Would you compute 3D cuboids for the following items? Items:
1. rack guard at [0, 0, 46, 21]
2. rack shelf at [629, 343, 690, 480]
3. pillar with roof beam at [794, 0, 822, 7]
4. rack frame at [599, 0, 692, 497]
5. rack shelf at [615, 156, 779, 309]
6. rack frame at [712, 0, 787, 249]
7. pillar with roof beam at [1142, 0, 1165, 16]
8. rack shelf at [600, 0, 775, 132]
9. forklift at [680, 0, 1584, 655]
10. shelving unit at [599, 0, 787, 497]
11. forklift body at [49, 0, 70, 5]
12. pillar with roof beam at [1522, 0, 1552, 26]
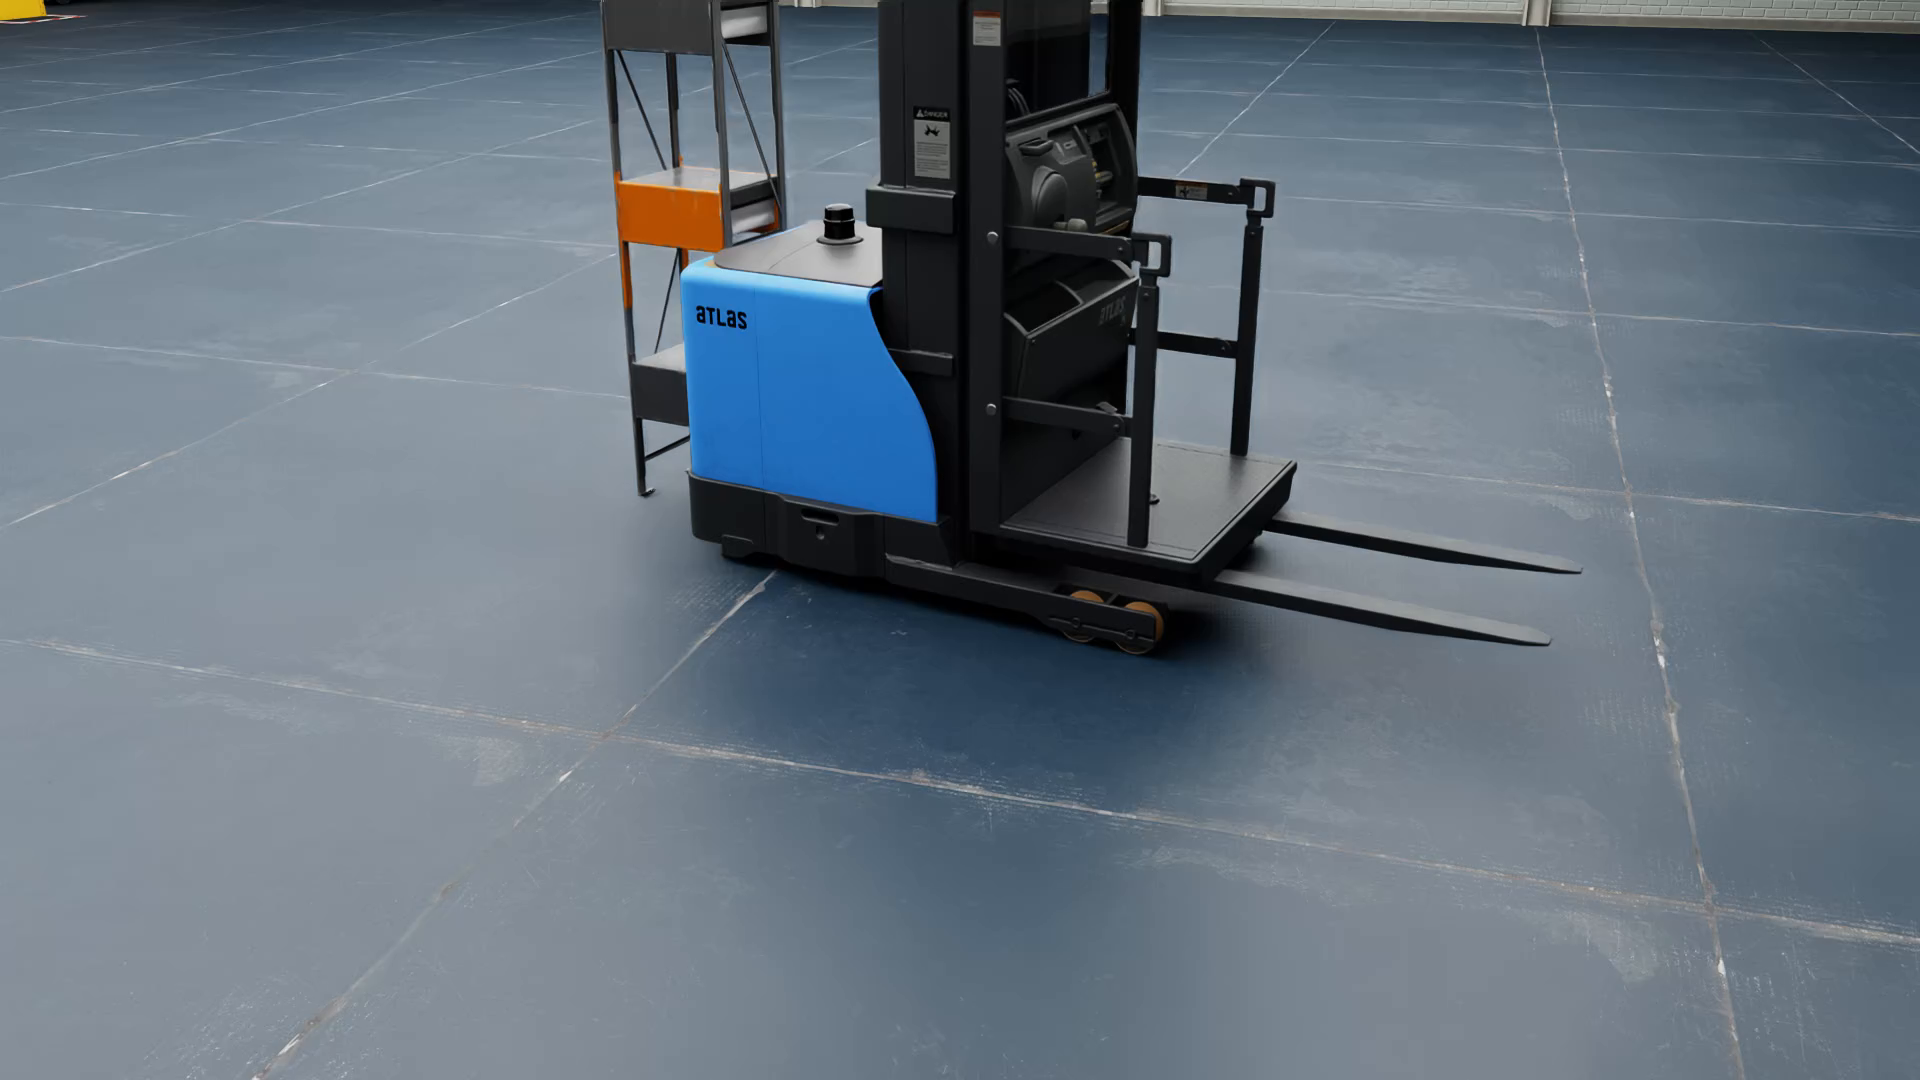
[{"bbox_3d":[-15.213,-8.598,26.571,0.348,0.500,1.175,7,23,16],"label":"rack guard"},{"bbox_3d":[-0.980,-0.509,6.626,0.480,0.518,0.431,11,25,25],"label":"rack shelf"},{"bbox_3d":[-3.871,-11.849,23.300,0.400,9.000,9.100,7,23,16],"label":"pillar with roof beam"},{"bbox_3d":[-1.197,-1.212,6.459,0.015,2.100,0.400,11,25,25],"label":"rack frame"},{"bbox_3d":[-0.980,-1.157,6.360,0.480,0.518,0.431,11,25,25],"label":"rack shelf"},{"bbox_3d":[-0.764,-1.127,6.250,0.015,2.100,0.400,11,25,25],"label":"rack frame"},{"bbox_3d":[1.873,-11.192,21.696,0.400,9.000,9.100,7,23,16],"label":"pillar with roof beam"},{"bbox_3d":[-0.980,-1.805,6.094,0.480,0.518,0.431,11,25,25],"label":"rack shelf"},{"bbox_3d":[0.556,-1.217,5.374,3.031,2.935,1.130,11,25,25],"label":"forklift"},{"bbox_3d":[-0.980,-1.170,6.355,0.503,2.100,0.431,11,25,25],"label":"shelving unit"},{"bbox_3d":[-16.052,-10.702,29.526,1.214,2.155,2.313,7,23,16],"label":"forklift body"},{"bbox_3d":[7.617,-10.534,20.093,0.400,9.000,9.100,7,23,16],"label":"pillar with roof beam"}]
